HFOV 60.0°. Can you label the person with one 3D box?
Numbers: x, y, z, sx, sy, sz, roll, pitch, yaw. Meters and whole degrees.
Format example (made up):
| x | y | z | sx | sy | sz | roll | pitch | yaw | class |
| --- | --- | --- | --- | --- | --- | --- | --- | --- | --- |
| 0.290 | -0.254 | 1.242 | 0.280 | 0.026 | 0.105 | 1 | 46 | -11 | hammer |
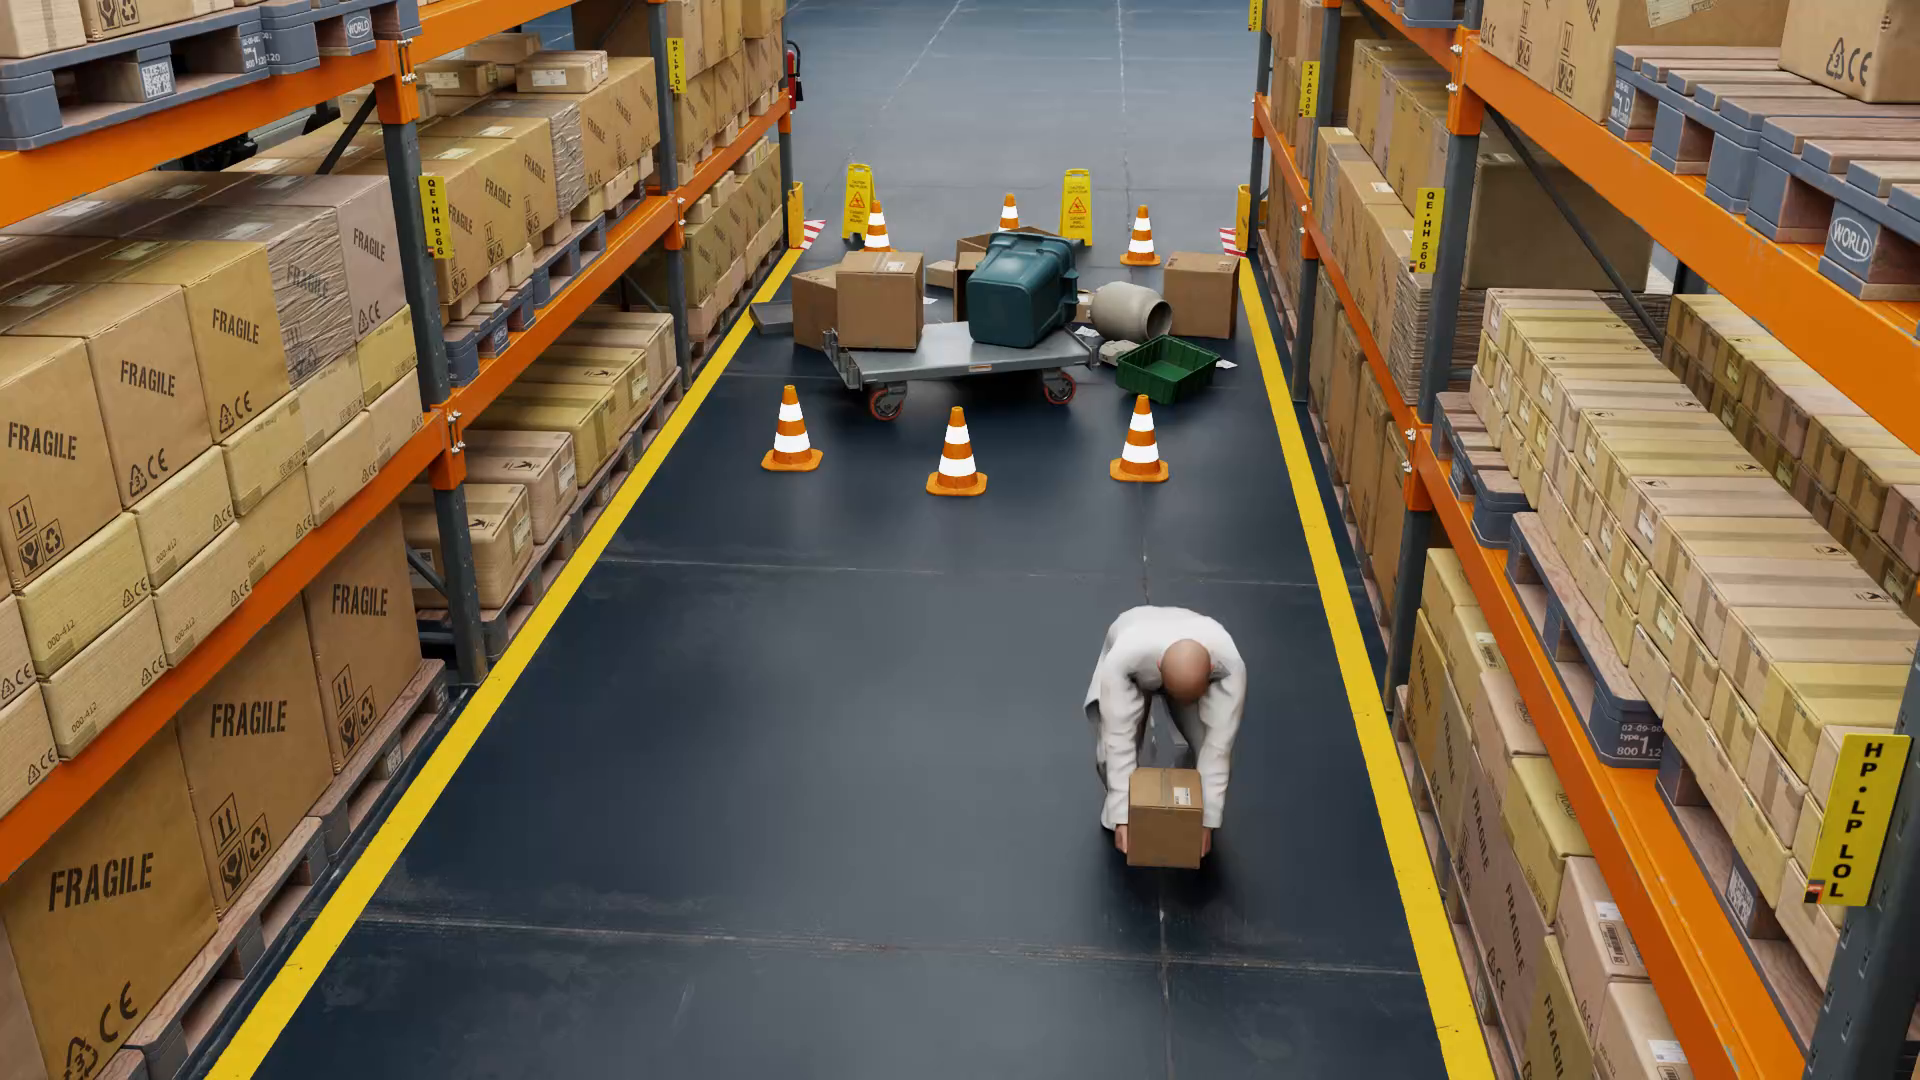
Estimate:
| x | y | z | sx | sy | sz | roll | pitch | yaw | class |
| --- | --- | --- | --- | --- | --- | --- | --- | --- | --- |
| 0.745 | 0.666 | 6.092 | 0.584 | 1.000 | 0.950 | 1 | 24 | 3 | person |
